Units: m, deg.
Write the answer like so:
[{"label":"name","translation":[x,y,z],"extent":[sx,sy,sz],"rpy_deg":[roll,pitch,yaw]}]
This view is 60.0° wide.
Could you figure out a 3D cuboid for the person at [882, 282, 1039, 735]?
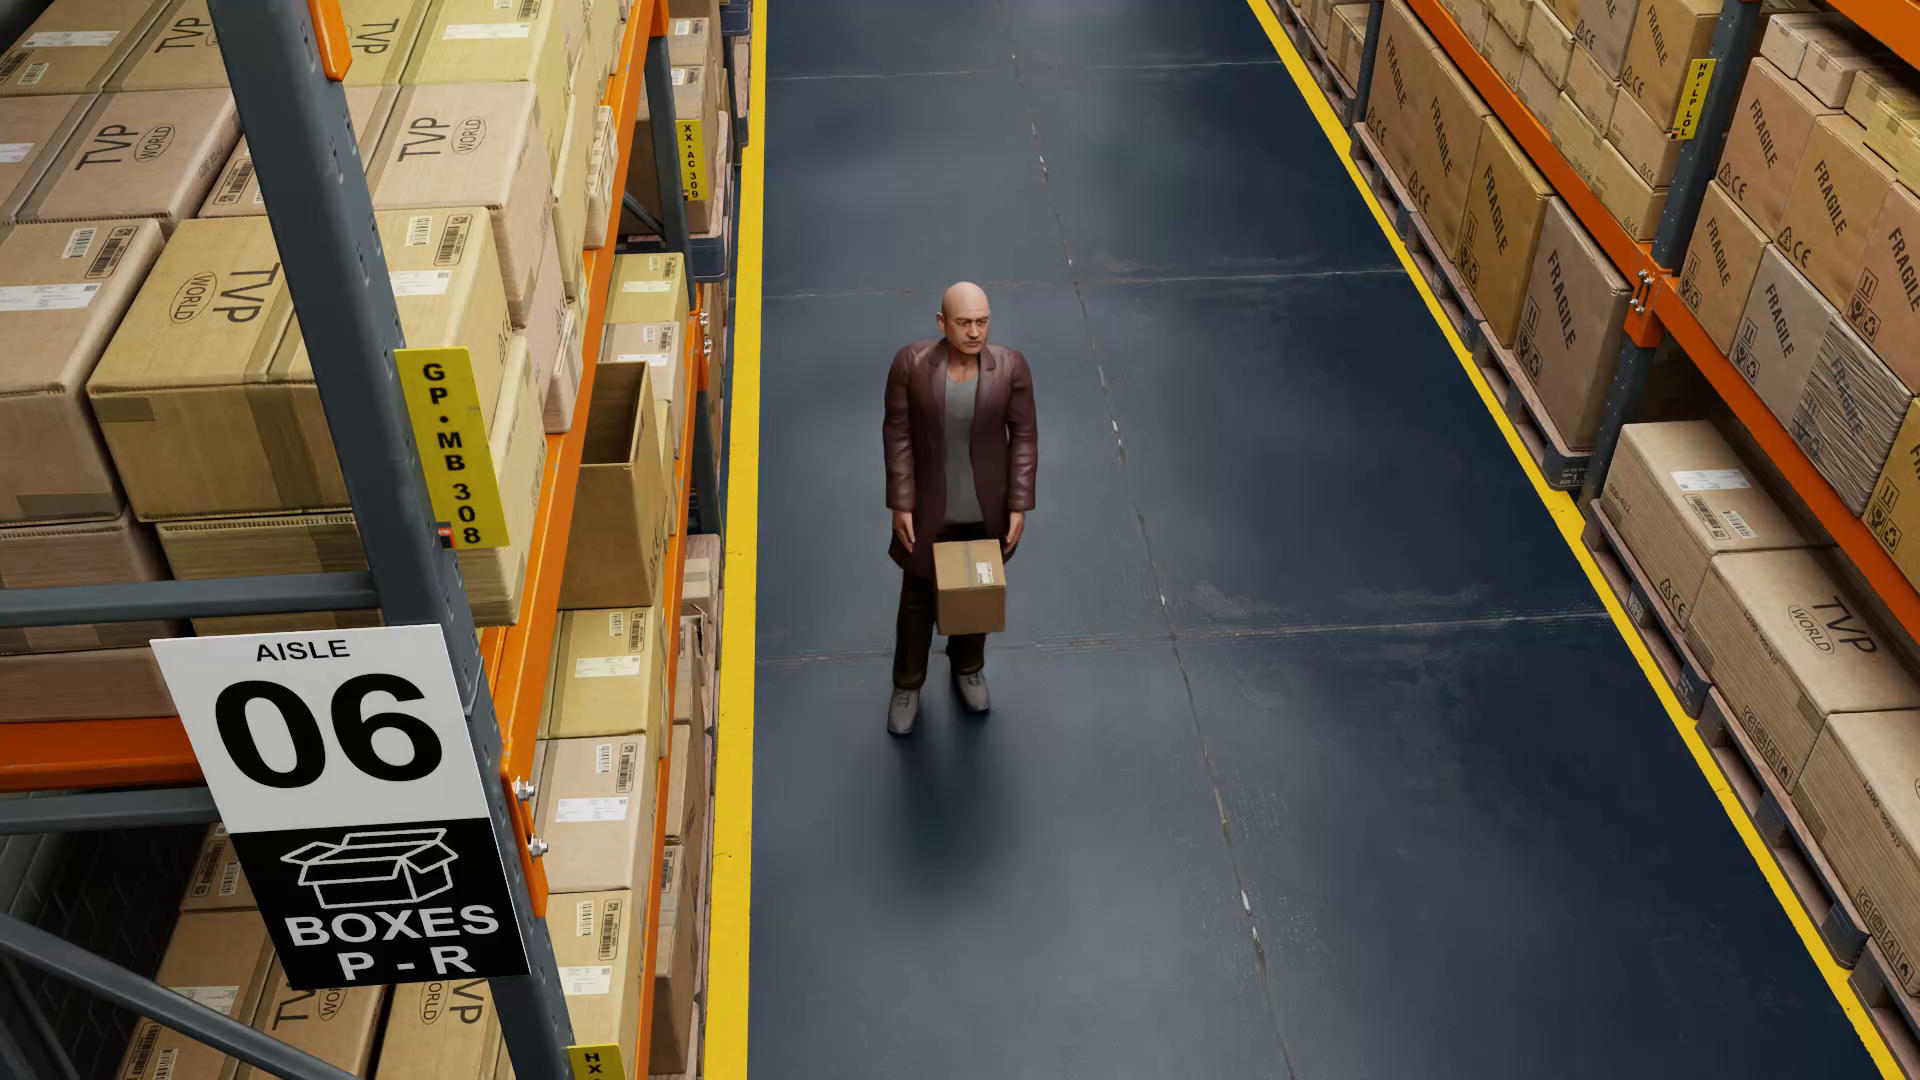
[{"label":"person","translation":[0.000,-0.090,6.267],"extent":[0.607,1.776,0.575],"rpy_deg":[-3,39,-3]}]
